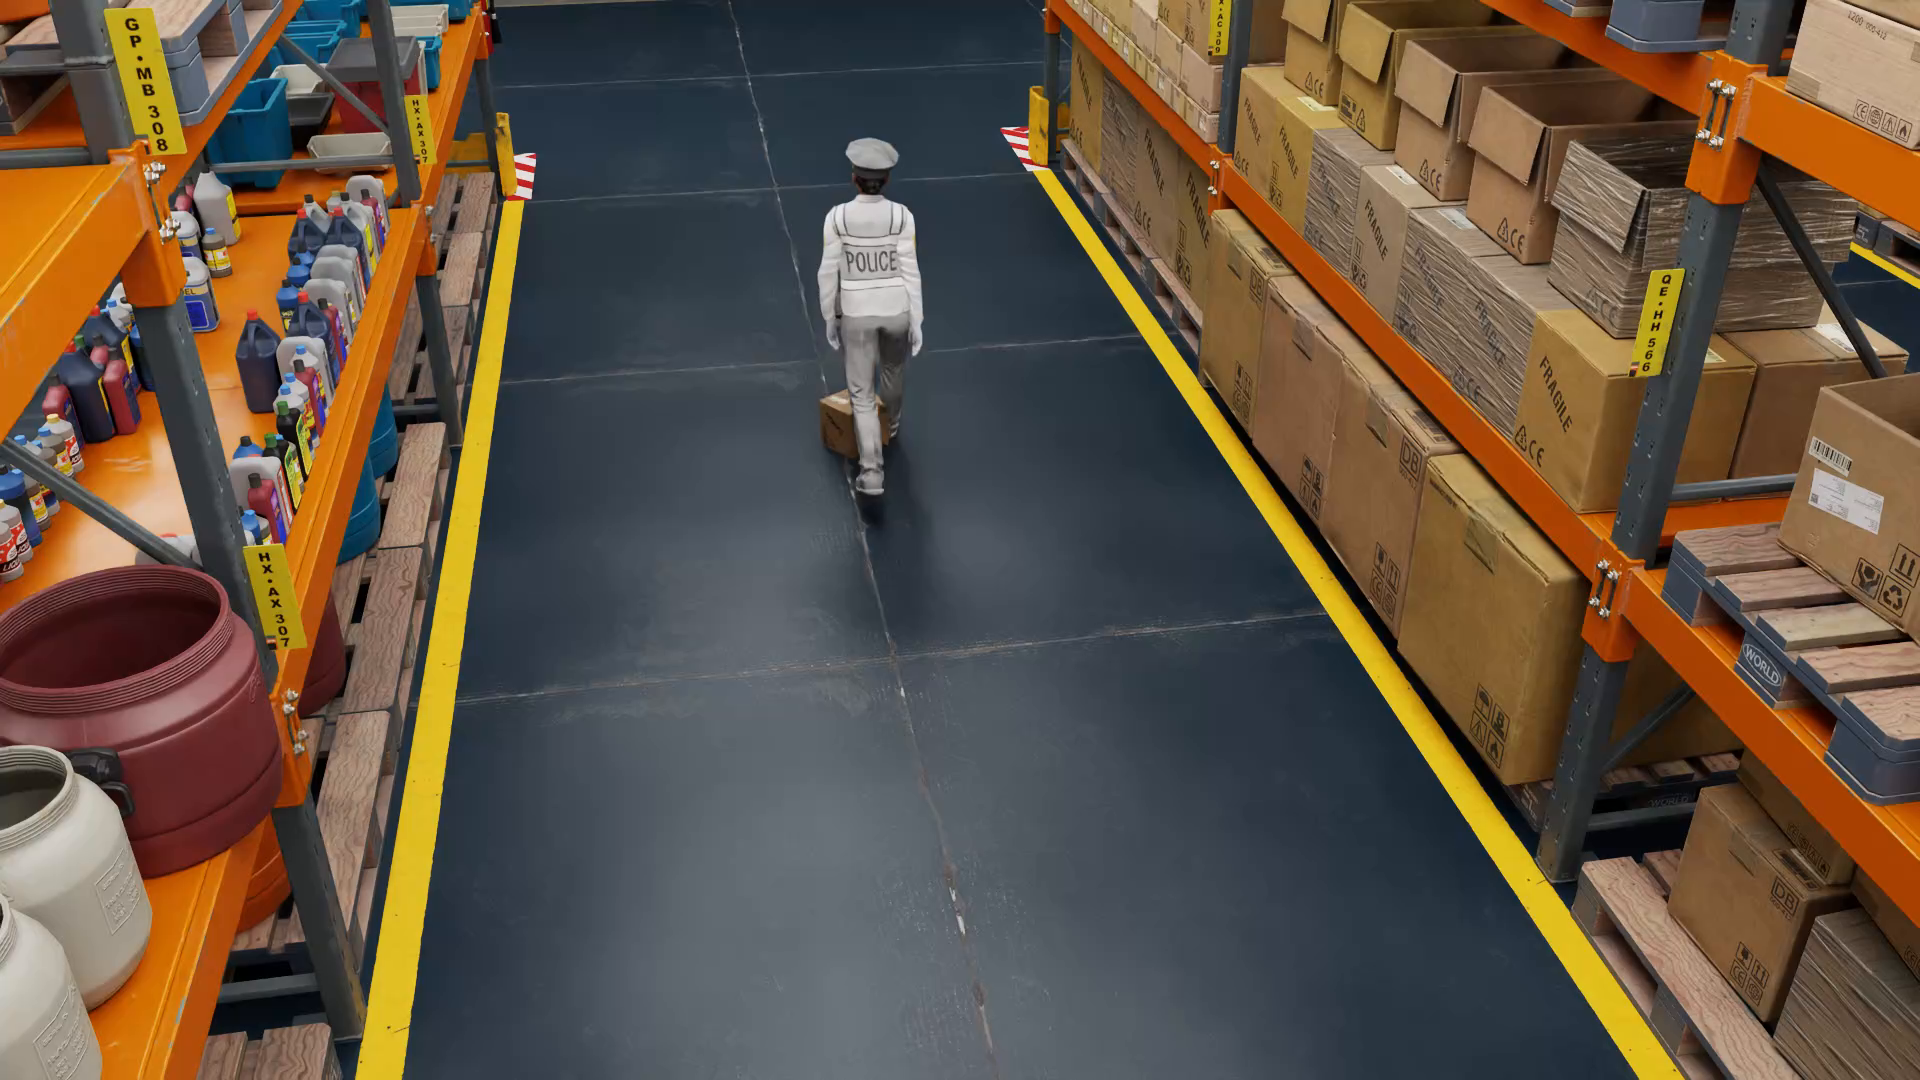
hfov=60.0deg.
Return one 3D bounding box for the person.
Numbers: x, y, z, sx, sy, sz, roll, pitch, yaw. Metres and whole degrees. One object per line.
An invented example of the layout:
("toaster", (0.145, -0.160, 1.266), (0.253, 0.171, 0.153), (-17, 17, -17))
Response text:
("person", (-0.426, -1.070, 7.949), (0.488, 1.608, 1.091), (-4, 31, -7))
